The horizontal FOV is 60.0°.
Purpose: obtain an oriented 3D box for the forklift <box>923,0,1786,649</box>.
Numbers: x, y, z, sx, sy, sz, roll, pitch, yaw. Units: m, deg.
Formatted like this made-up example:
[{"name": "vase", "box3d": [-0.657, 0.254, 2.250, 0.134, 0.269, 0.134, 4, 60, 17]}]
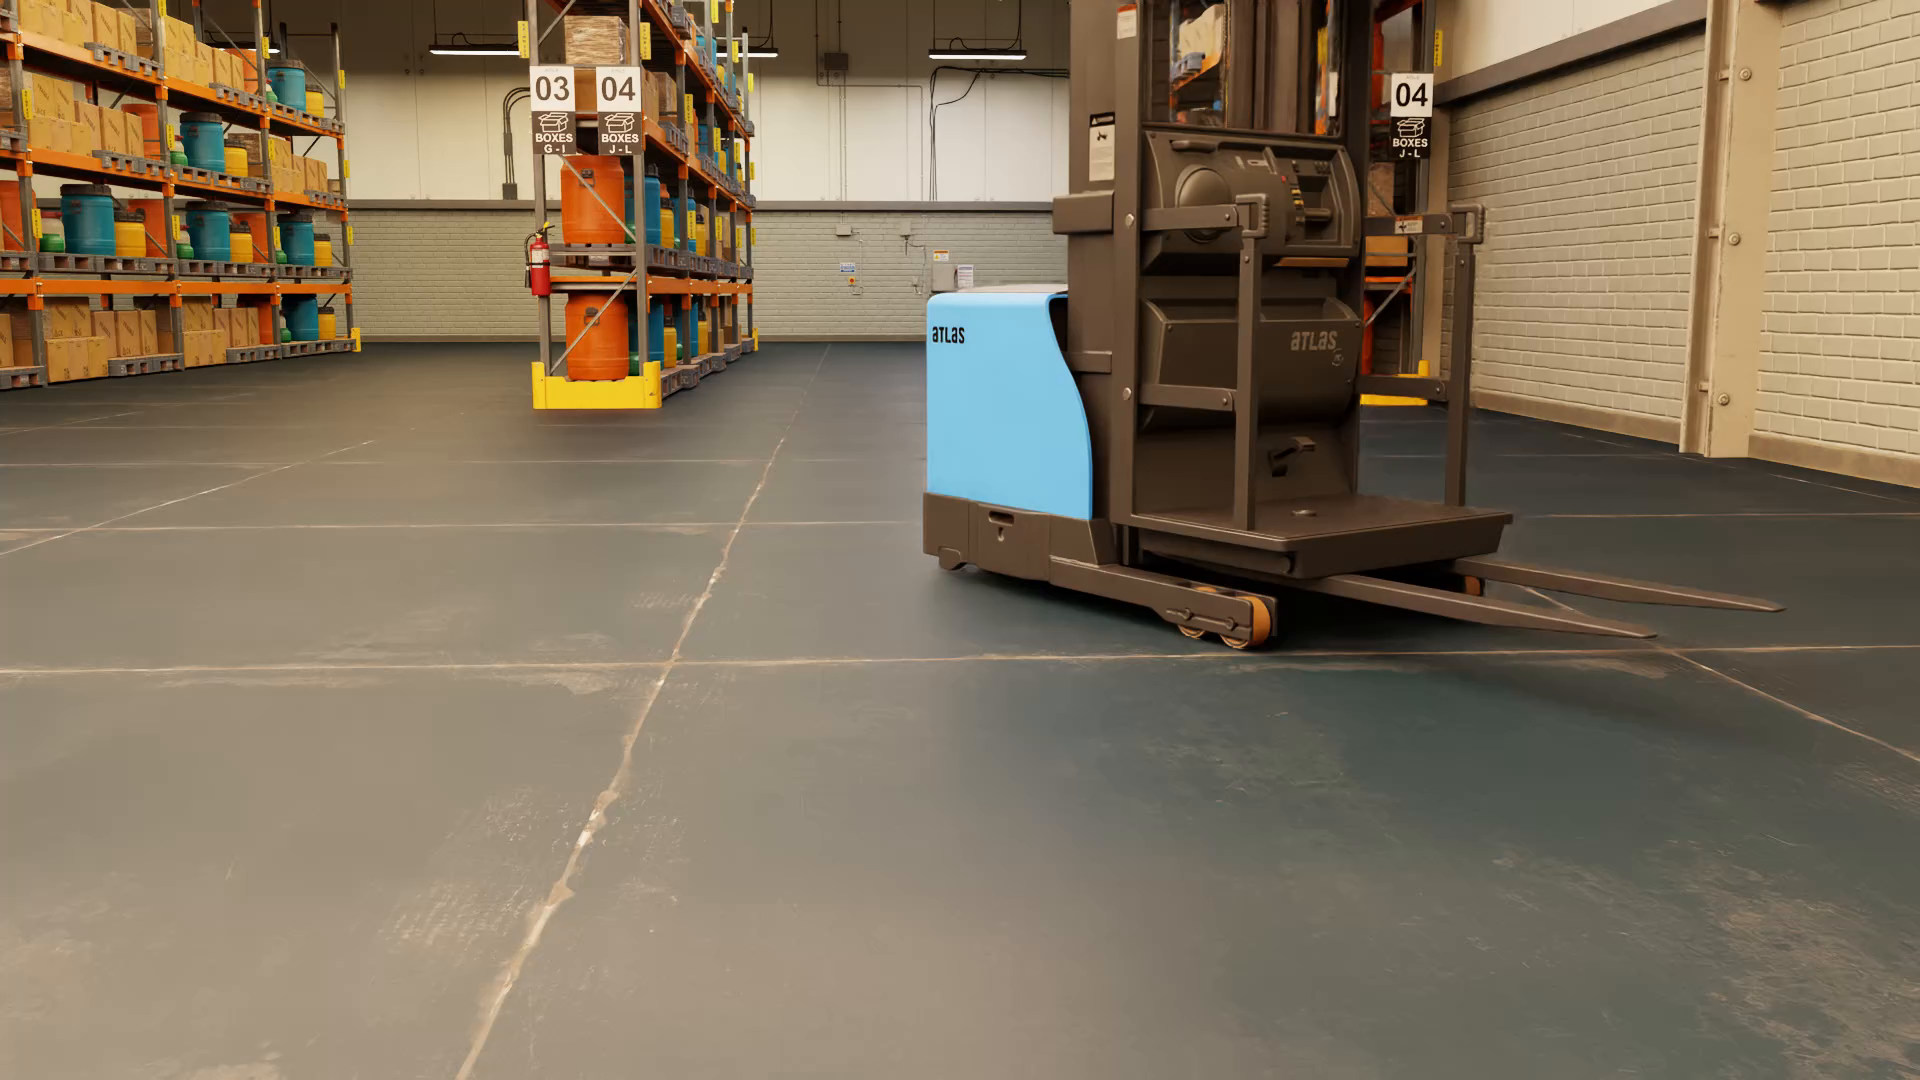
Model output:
[{"name": "forklift", "box3d": [1.115, -1.197, 5.393, 1.130, 2.935, 3.031, -6, 10, -35]}]
